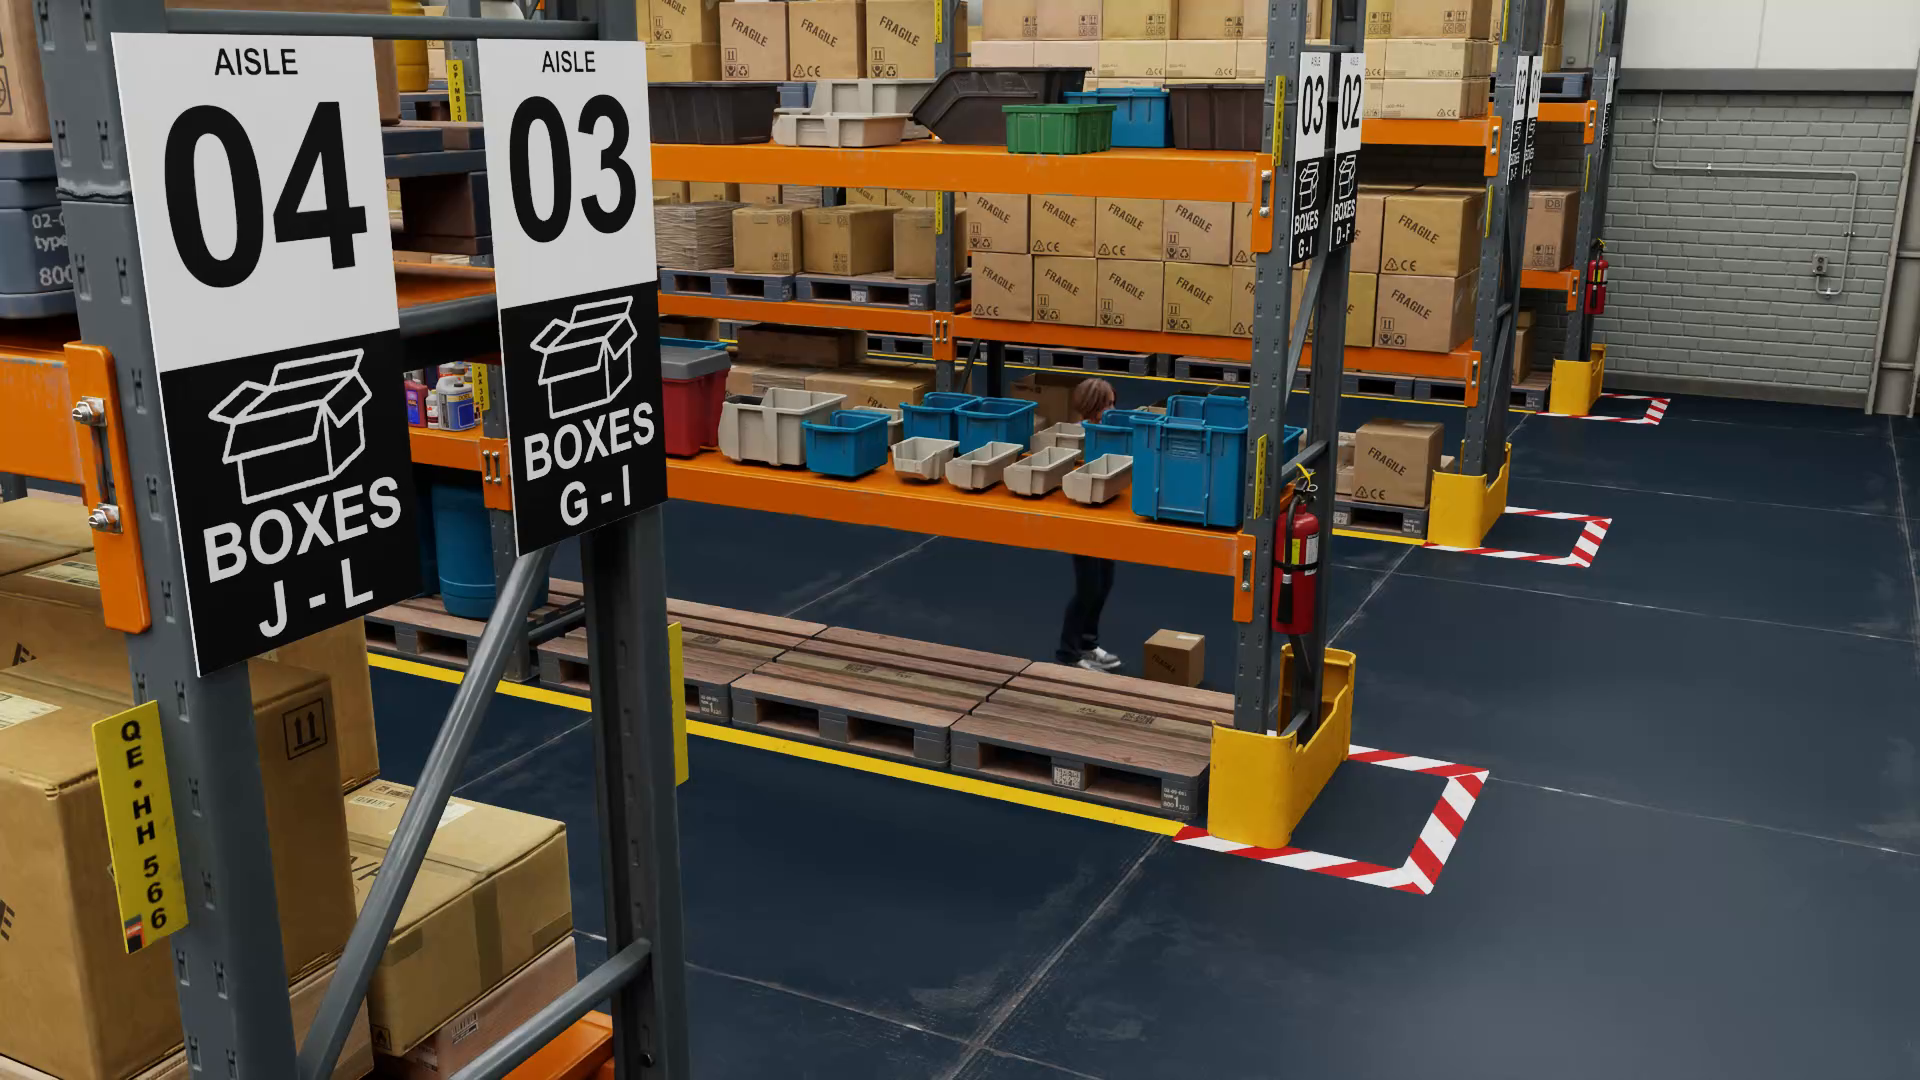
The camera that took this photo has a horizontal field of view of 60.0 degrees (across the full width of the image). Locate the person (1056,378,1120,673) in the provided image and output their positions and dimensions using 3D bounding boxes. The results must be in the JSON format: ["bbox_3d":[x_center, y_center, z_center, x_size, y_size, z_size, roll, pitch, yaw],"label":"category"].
[{"bbox_3d":[0.705,-0.067,8.793,0.305,1.595,0.406,8,18,27],"label":"person"}]
